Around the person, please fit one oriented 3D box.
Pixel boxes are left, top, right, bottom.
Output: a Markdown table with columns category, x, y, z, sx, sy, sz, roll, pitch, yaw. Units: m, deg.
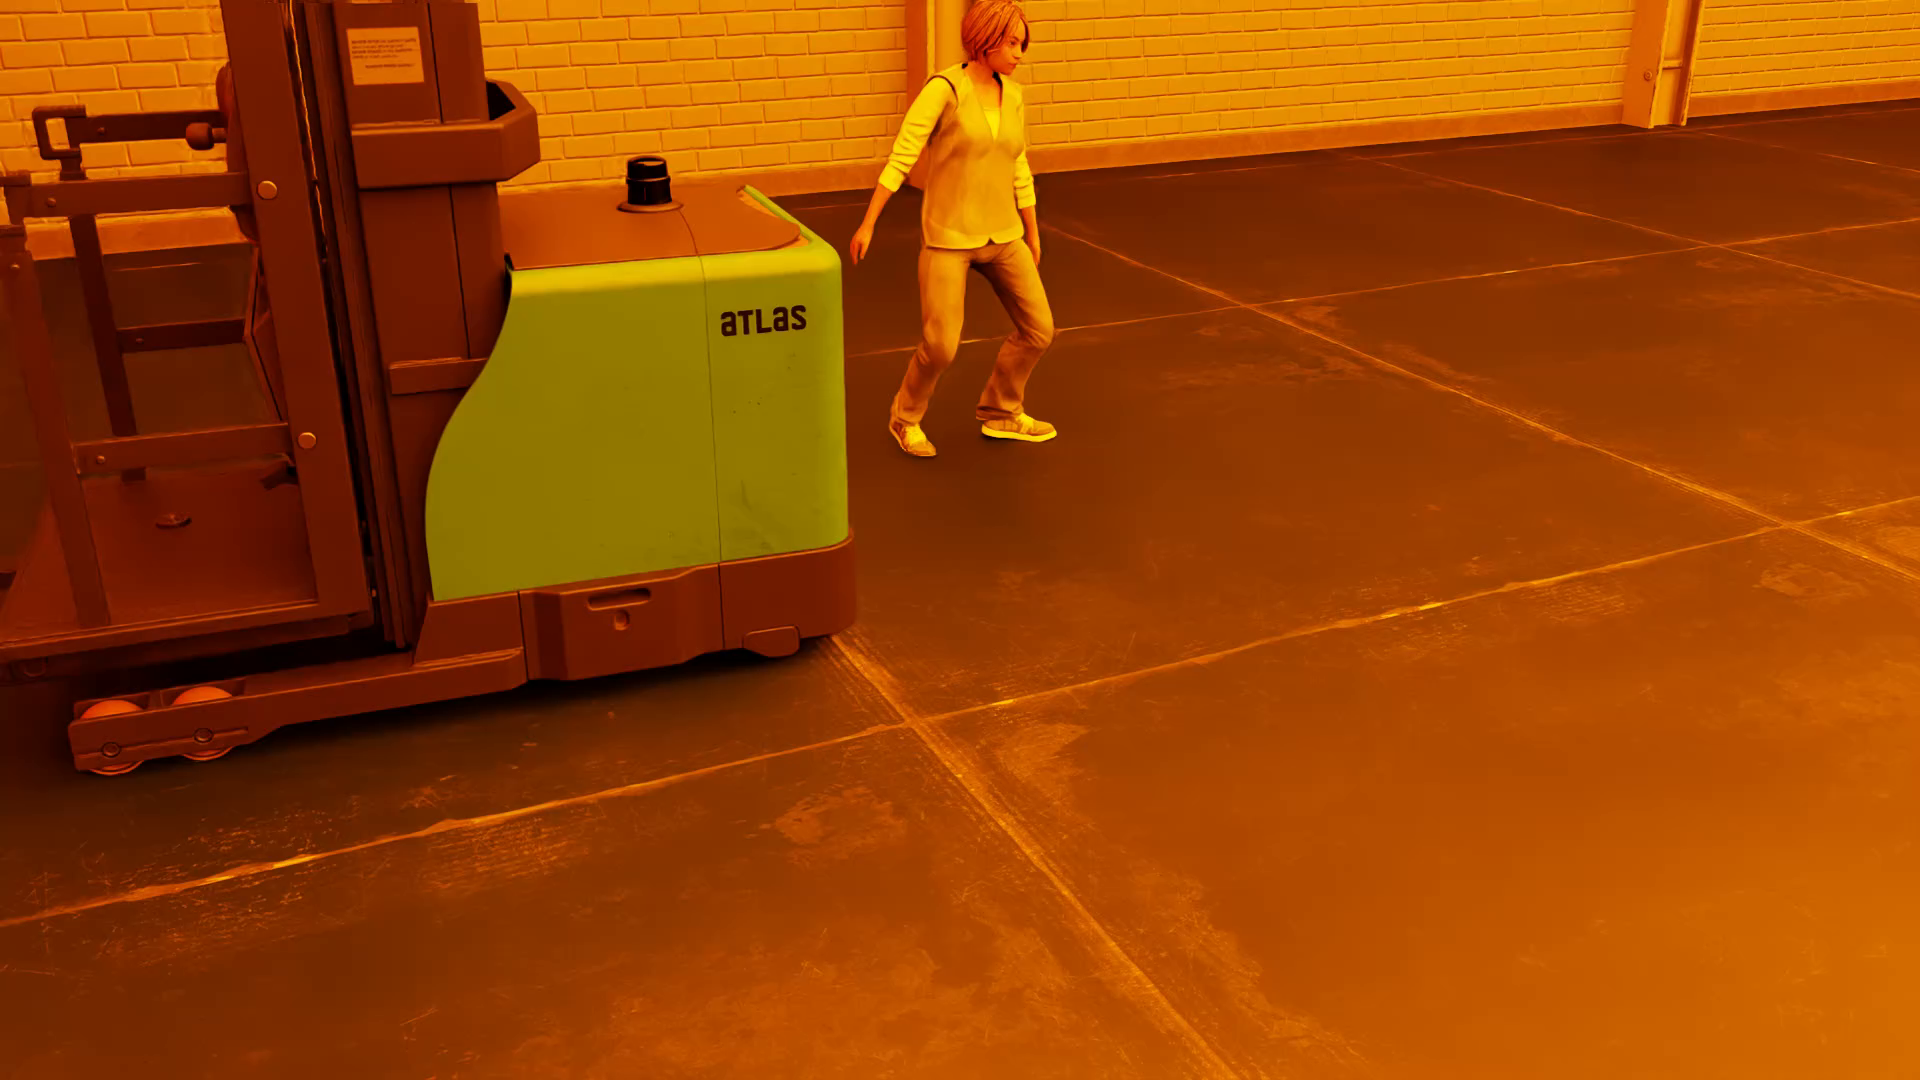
| category | x | y | z | sx | sy | sz | roll | pitch | yaw |
| --- | --- | --- | --- | --- | --- | --- | --- | --- | --- |
| person | -0.021 | -1.015 | 5.605 | 0.747 | 1.548 | 0.440 | -12 | 26 | -27 |

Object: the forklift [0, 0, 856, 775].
| category | x | y | z | sx | sy | sz | roll | pitch | yaw |
| --- | --- | --- | --- | --- | --- | --- | --- | --- | --- |
| forklift | -1.848 | -1.044 | 3.799 | 3.031 | 2.935 | 1.130 | -8 | 24 | -18 |
